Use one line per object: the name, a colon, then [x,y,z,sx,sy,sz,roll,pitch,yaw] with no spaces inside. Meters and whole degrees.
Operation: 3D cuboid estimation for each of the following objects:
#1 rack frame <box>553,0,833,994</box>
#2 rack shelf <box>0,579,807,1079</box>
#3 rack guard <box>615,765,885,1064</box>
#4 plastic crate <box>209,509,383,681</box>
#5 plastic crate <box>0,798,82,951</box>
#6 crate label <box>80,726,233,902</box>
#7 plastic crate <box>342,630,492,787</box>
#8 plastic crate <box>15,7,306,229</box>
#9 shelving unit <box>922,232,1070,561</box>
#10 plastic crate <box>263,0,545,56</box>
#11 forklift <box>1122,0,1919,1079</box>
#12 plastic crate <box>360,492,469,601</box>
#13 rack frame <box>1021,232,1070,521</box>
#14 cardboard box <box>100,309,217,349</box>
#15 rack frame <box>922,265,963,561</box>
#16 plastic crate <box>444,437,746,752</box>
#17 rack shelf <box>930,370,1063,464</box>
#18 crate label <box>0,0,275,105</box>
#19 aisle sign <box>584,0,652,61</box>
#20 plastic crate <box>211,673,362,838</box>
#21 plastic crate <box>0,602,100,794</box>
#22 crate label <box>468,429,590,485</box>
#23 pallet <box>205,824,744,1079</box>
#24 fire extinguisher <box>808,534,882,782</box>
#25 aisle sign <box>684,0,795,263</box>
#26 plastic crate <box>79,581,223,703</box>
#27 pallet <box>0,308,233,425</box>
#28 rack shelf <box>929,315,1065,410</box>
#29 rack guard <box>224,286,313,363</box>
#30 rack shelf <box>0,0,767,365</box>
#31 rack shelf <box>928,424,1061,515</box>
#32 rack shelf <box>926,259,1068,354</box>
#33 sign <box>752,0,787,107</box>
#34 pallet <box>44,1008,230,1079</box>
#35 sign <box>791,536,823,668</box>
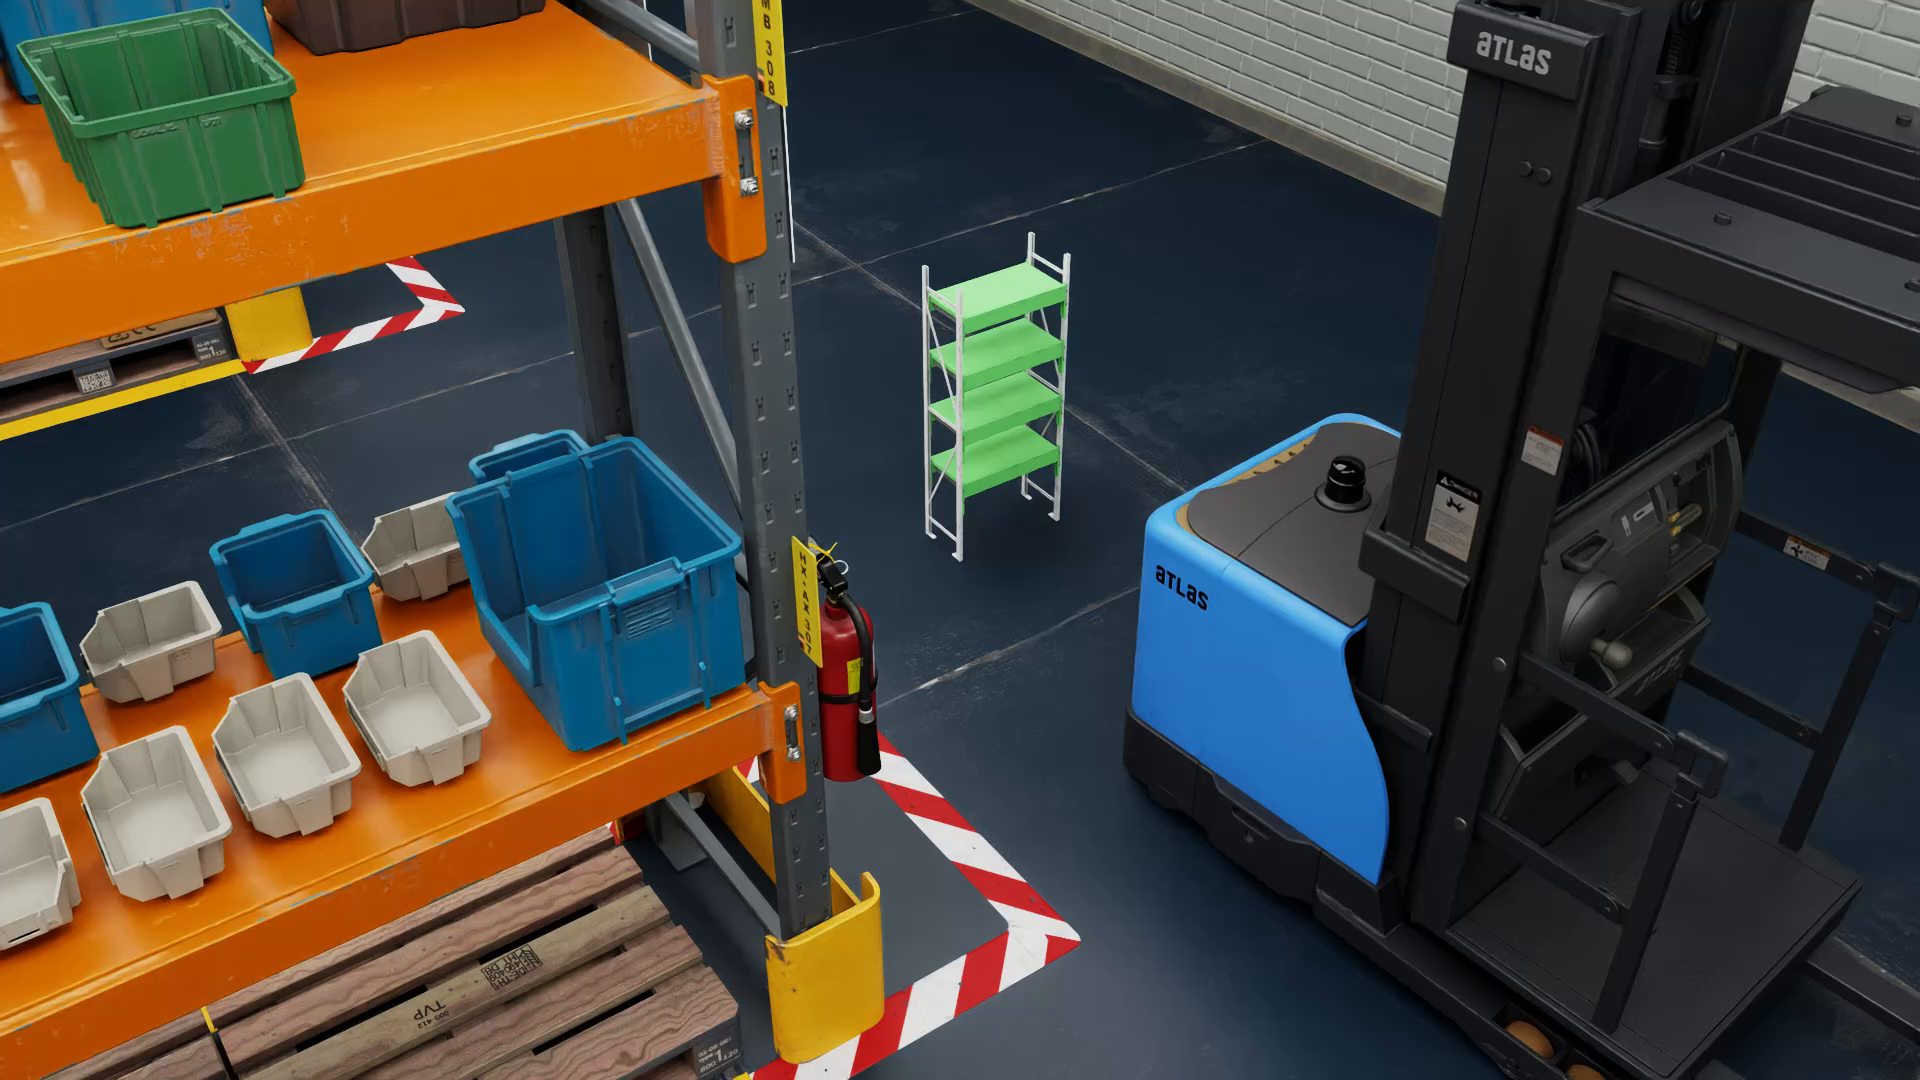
rack frame: [-0.683,-0.045,4.244,0.127,3.000,1.000,-22,41,-28]
rack shelf: [-2.317,0.920,3.518,4.000,0.370,1.077,-22,41,-28]
rack guard: [-0.670,0.955,4.993,0.348,0.500,1.175,-22,41,-28]
plastic crate: [-1.612,0.146,4.070,0.300,0.233,0.416,-22,41,-28]
plastic crate: [-1.935,0.703,3.378,0.250,0.136,0.298,-22,41,-28]
crate label: [-1.704,0.594,3.529,0.243,0.136,0.396,-22,41,-28]
plastic crate: [-1.245,0.398,3.802,0.243,0.136,0.396,-22,41,-28]
plastic crate: [-1.324,-0.709,2.779,0.336,0.188,0.450,-22,41,-28]
shelving unit: [0.135,-0.543,6.477,0.503,1.200,0.258,-22,41,-28]
plastic crate: [-1.158,-1.213,3.411,0.590,0.269,0.497,-22,41,-28]
forklift: [1.890,0.071,4.141,1.130,2.935,3.031,-27,44,-32]
plastic crate: [-1.384,0.032,4.311,0.298,0.136,0.250,-22,41,-28]
rack frame: [0.335,-0.625,6.591,0.015,1.200,0.240,-22,41,-28]
cardboard box: [-3.836,-1.274,7.716,0.500,0.500,0.500,-22,41,-28]
rack frame: [-0.064,-0.461,6.363,0.015,1.200,0.240,-22,41,-28]
plastic crate: [-0.849,0.118,3.935,0.499,0.435,0.616,-22,41,-28]
rack shelf: [0.135,-0.491,6.514,0.480,0.148,0.258,-22,41,-28]
crate label: [-1.623,-1.046,3.194,0.502,0.251,0.408,-22,41,-28]
aisle sign: [-0.795,-1.266,3.715,0.004,0.787,0.394,-22,41,-28]
plastic crate: [-1.490,0.489,3.676,0.243,0.136,0.396,-22,41,-28]
plastic crate: [-2.150,0.367,3.762,0.300,0.233,0.416,-22,41,-28]
crate label: [-1.074,-0.076,4.378,0.303,0.233,0.416,-22,41,-28]
pallet: [-1.379,1.346,4.698,1.213,0.211,1.003,-22,41,-28]
fire extinguisher: [-0.298,0.304,4.144,0.183,0.674,0.296,-22,41,-28]
aisle sign: [-0.455,-0.985,3.324,0.004,0.787,0.394,-22,41,-28]
plastic crate: [-1.938,0.260,3.994,0.298,0.136,0.250,-22,41,-28]
pallet: [-4.246,-0.984,7.938,1.213,0.211,1.003,-22,41,-28]
rack shelf: [0.135,-0.686,6.374,0.480,0.148,0.258,-22,41,-28]
rack guard: [-3.595,-1.370,8.227,0.348,0.500,1.175,-22,41,-28]
rack shelf: [-2.317,-0.298,2.643,4.000,0.370,1.077,-22,41,-28]
rack shelf: [0.135,-0.296,6.655,0.480,0.148,0.258,-22,41,-28]
rack shelf: [0.135,-0.881,6.234,0.480,0.148,0.258,-22,41,-28]
sign: [-0.352,-0.963,3.041,0.005,0.325,0.100,-22,41,-28]
pallet: [-2.375,1.754,4.131,1.213,0.211,1.003,-22,41,-28]
sign: [-0.352,0.146,3.839,0.005,0.325,0.100,-22,41,-28]
